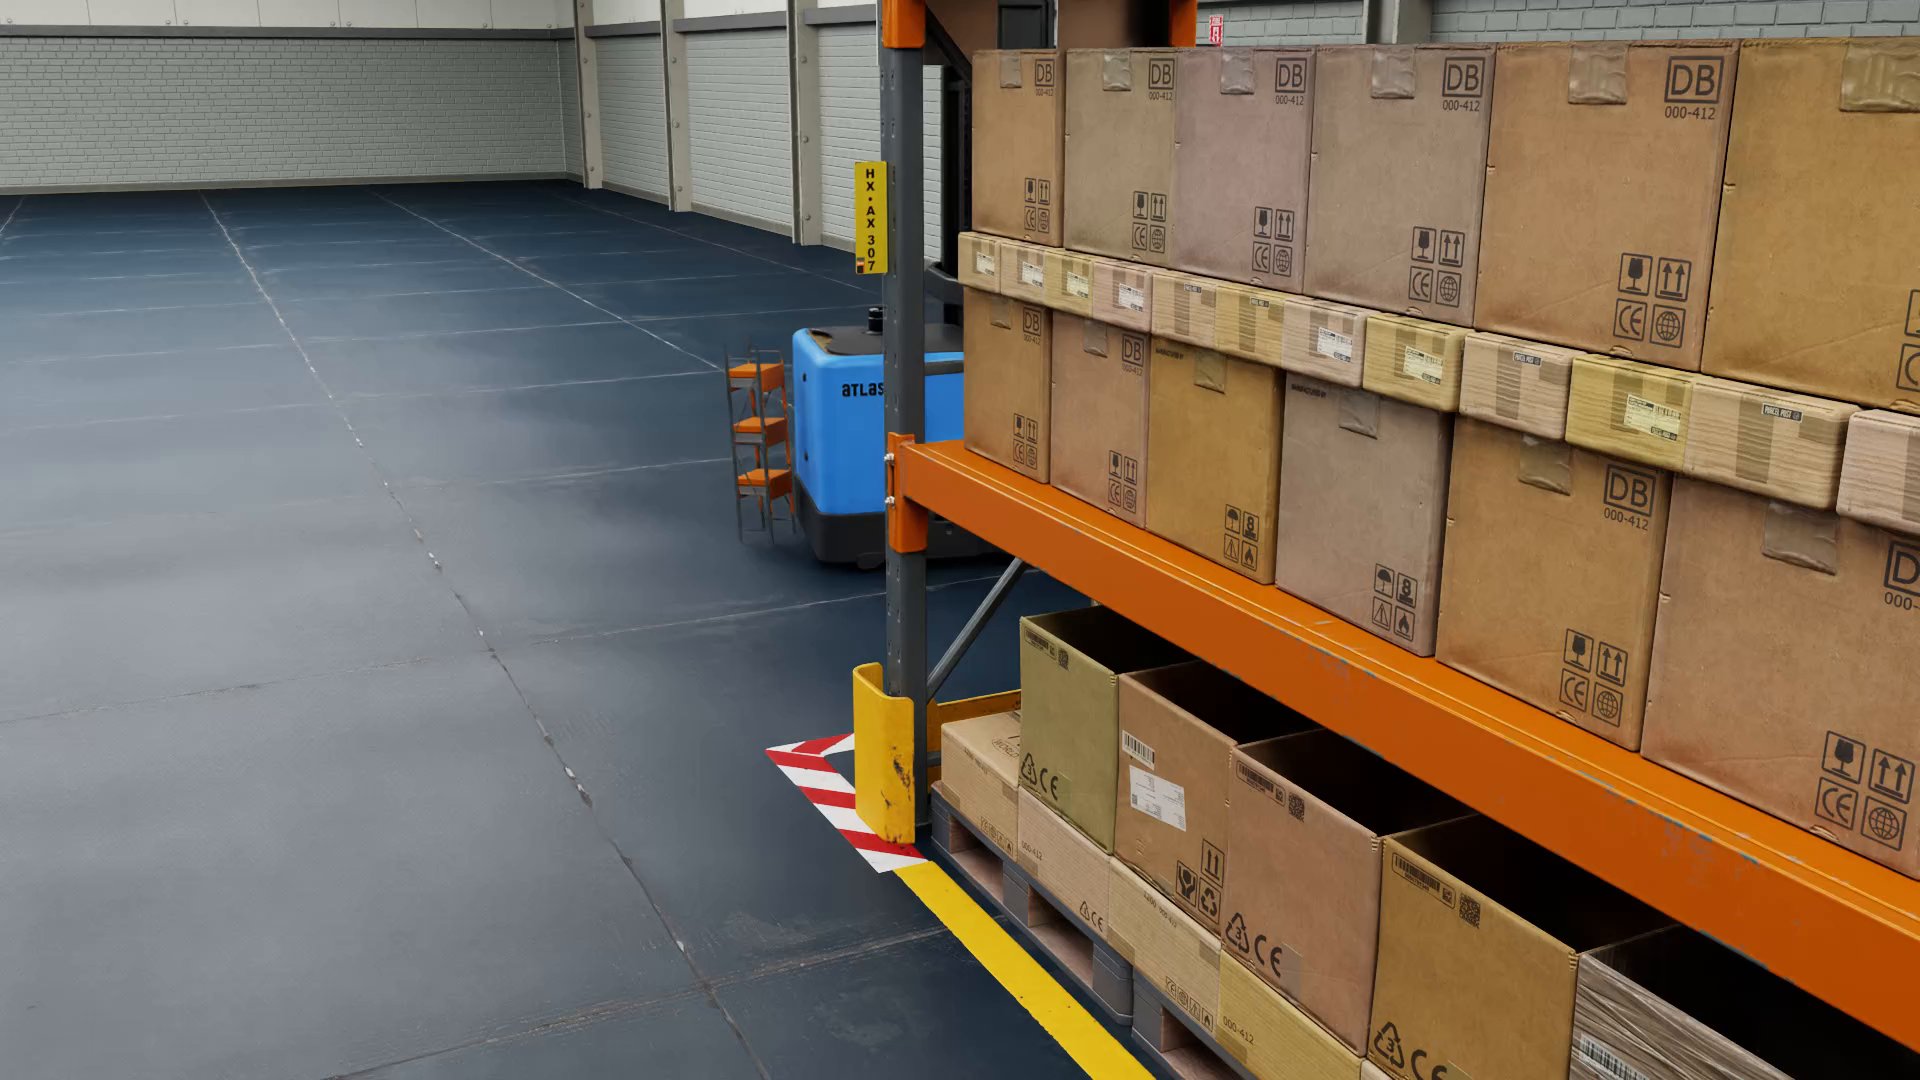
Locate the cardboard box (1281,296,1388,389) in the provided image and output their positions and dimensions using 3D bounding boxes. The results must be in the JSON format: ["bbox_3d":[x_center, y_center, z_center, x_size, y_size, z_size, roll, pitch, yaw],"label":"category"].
[{"bbox_3d":[0.890,-0.419,3.416,0.380,0.149,0.250,-7,18,-24],"label":"cardboard box"}]

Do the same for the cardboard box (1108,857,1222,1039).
[{"bbox_3d":[0.715,0.963,4.179,0.500,0.250,0.500,-8,18,-25],"label":"cardboard box"}]

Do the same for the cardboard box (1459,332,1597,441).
[{"bbox_3d":[1.124,-0.289,2.961,0.380,0.149,0.250,-7,17,-23],"label":"cardboard box"}]

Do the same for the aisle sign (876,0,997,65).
[{"bbox_3d":[-0.065,-1.793,4.847,0.394,0.787,0.004,-8,18,-25],"label":"aisle sign"}]

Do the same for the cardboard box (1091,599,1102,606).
[{"bbox_3d":[0.741,0.292,5.158,0.500,0.500,0.500,-8,18,-25],"label":"cardboard box"}]

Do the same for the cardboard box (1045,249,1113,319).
[{"bbox_3d":[0.443,-0.673,4.302,0.380,0.149,0.250,-8,18,-25],"label":"cardboard box"}]

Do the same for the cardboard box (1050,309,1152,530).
[{"bbox_3d":[0.666,-0.365,4.404,0.700,0.500,0.500,-7,17,-23],"label":"cardboard box"}]

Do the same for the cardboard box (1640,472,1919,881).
[{"bbox_3d":[1.554,0.141,2.642,0.700,0.500,0.500,-8,18,-25],"label":"cardboard box"}]

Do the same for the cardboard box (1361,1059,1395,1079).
[{"bbox_3d":[1.149,1.212,3.314,0.500,0.250,0.500,-8,18,-25],"label":"cardboard box"}]

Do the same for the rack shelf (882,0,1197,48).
[{"bbox_3d":[1.115,-1.164,3.235,1.077,0.370,4.000,-8,18,-25],"label":"rack shelf"}]

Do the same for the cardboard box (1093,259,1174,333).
[{"bbox_3d":[0.552,-0.610,4.083,0.380,0.149,0.250,-8,18,-26],"label":"cardboard box"}]

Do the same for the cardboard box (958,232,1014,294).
[{"bbox_3d":[0.217,-0.800,4.745,0.380,0.149,0.250,-8,18,-25],"label":"cardboard box"}]

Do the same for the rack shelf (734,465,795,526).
[{"bbox_3d":[-1.021,-0.235,8.691,0.215,0.259,0.240,4,16,22],"label":"rack shelf"}]

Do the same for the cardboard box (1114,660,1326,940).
[{"bbox_3d":[0.725,0.601,4.081,0.500,0.500,0.500,-8,18,-25],"label":"cardboard box"}]

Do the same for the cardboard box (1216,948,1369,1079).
[{"bbox_3d":[0.929,1.088,3.745,0.500,0.250,0.500,-8,18,-25],"label":"cardboard box"}]

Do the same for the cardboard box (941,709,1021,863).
[{"bbox_3d":[0.274,0.716,5.042,0.500,0.250,0.500,-8,18,-25],"label":"cardboard box"}]

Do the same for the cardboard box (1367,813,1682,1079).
[{"bbox_3d":[1.160,0.850,3.216,0.500,0.500,0.500,-8,18,-25],"label":"cardboard box"}]

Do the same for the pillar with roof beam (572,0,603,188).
[{"bbox_3d":[-11.238,-10.897,30.408,9.100,9.000,0.400,-8,18,-25],"label":"pillar with roof beam"}]

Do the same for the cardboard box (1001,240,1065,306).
[{"bbox_3d":[0.335,-0.735,4.518,0.380,0.149,0.250,-8,18,-26],"label":"cardboard box"}]

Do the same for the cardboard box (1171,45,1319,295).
[{"bbox_3d":[0.912,-0.851,3.743,0.700,0.500,0.500,-8,18,-25],"label":"cardboard box"}]

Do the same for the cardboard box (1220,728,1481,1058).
[{"bbox_3d":[0.928,0.728,3.641,0.500,0.500,0.500,-8,18,-25],"label":"cardboard box"}]

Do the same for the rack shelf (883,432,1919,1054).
[{"bbox_3d":[1.115,0.278,3.649,1.077,0.370,4.000,-8,18,-25],"label":"rack shelf"}]

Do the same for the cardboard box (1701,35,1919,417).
[{"bbox_3d":[1.569,-0.478,2.446,0.700,0.500,0.500,-8,18,-25],"label":"cardboard box"}]

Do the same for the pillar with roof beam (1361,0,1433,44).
[{"bbox_3d":[-0.724,-4.946,9.670,9.100,9.000,0.400,-8,18,-25],"label":"pillar with roof beam"}]

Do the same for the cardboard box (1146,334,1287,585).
[{"bbox_3d":[0.878,-0.241,3.972,0.700,0.500,0.500,-8,18,-25],"label":"cardboard box"}]

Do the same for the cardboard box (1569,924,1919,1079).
[{"bbox_3d":[1.383,0.973,2.785,0.500,0.500,0.500,-8,18,-25],"label":"cardboard box"}]

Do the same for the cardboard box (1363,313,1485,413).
[{"bbox_3d":[1.005,-0.354,3.189,0.380,0.149,0.250,-7,17,-23],"label":"cardboard box"}]

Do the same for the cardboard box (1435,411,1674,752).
[{"bbox_3d":[1.338,0.016,3.077,0.700,0.500,0.500,-7,18,-24],"label":"cardboard box"}]

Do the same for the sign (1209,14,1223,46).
[{"bbox_3d":[2.184,-4.328,14.191,0.001,0.298,0.199,-8,18,-25],"label":"sign"}]

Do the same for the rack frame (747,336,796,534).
[{"bbox_3d":[-0.987,-0.544,8.725,0.200,1.050,0.008,4,16,22],"label":"rack frame"}]

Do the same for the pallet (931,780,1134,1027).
[{"bbox_3d":[0.611,0.961,5.019,1.003,0.211,1.213,-8,18,-25],"label":"pallet"}]

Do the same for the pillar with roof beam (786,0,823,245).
[{"bbox_3d":[-5.981,-7.921,20.039,9.100,9.000,0.400,-8,18,-25],"label":"pillar with roof beam"}]

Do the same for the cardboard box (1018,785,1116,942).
[{"bbox_3d":[0.496,0.839,4.612,0.500,0.250,0.500,-8,18,-25],"label":"cardboard box"}]

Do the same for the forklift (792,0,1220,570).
[{"bbox_3d":[0.680,-1.457,8.516,3.031,2.935,1.130,-4,16,-13],"label":"forklift"}]

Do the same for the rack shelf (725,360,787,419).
[{"bbox_3d":[-1.046,-0.777,8.547,0.215,0.259,0.240,4,16,22],"label":"rack shelf"}]

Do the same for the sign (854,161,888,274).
[{"bbox_3d":[-0.263,-0.953,4.919,0.100,0.325,0.005,-8,18,-25],"label":"sign"}]

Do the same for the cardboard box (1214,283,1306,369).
[{"bbox_3d":[0.783,-0.481,3.633,0.380,0.149,0.250,-8,18,-26],"label":"cardboard box"}]

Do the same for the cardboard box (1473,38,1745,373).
[{"bbox_3d":[1.350,-0.602,2.879,0.700,0.500,0.500,-8,18,-25],"label":"cardboard box"}]

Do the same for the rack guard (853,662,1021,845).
[{"bbox_3d":[0.228,0.632,5.643,1.175,0.500,0.348,-8,18,-25],"label":"rack guard"}]

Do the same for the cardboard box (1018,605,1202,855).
[{"bbox_3d":[0.494,0.479,4.507,0.500,0.500,0.500,-8,18,-25],"label":"cardboard box"}]

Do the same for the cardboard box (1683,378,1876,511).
[{"bbox_3d":[1.340,-0.165,2.529,0.380,0.149,0.250,-8,18,-25],"label":"cardboard box"}]

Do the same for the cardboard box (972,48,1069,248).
[{"bbox_3d":[0.455,-1.105,4.631,0.700,0.500,0.500,-8,18,-25],"label":"cardboard box"}]

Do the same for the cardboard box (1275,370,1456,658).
[{"bbox_3d":[1.112,-0.111,3.519,0.700,0.500,0.500,-7,17,-23],"label":"cardboard box"}]

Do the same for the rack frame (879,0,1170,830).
[{"bbox_3d":[0.239,-0.564,5.278,1.000,3.000,0.127,-8,18,-25],"label":"rack frame"}]

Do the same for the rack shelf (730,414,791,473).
[{"bbox_3d":[-1.033,-0.503,8.619,0.215,0.259,0.240,4,16,22],"label":"rack shelf"}]

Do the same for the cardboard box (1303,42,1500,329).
[{"bbox_3d":[1.131,-0.726,3.310,0.700,0.500,0.500,-8,18,-25],"label":"cardboard box"}]

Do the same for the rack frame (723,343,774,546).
[{"bbox_3d":[-1.080,-0.482,8.508,0.200,1.050,0.008,4,16,22],"label":"rack frame"}]

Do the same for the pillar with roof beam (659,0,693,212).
[{"bbox_3d":[-8.610,-9.409,25.223,9.100,9.000,0.400,-8,18,-25],"label":"pillar with roof beam"}]

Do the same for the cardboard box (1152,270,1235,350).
[{"bbox_3d":[0.671,-0.545,3.853,0.380,0.149,0.250,-8,18,-27],"label":"cardboard box"}]

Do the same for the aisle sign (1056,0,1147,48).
[{"bbox_3d":[0.474,-1.865,5.100,0.394,0.787,0.004,-8,18,-25],"label":"aisle sign"}]

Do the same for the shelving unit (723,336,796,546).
[{"bbox_3d":[-1.034,-0.513,8.617,0.215,1.050,0.252,4,16,22],"label":"shelving unit"}]

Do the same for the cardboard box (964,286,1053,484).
[{"bbox_3d":[0.432,-0.495,4.855,0.700,0.500,0.500,-8,18,-25],"label":"cardboard box"}]

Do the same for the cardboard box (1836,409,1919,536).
[{"bbox_3d":[1.456,-0.100,2.303,0.380,0.149,0.250,-8,18,-27],"label":"cardboard box"}]

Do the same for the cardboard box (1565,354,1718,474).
[{"bbox_3d":[1.235,-0.226,2.743,0.380,0.149,0.250,-8,18,-25],"label":"cardboard box"}]

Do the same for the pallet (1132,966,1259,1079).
[{"bbox_3d":[1.142,1.263,3.967,1.003,0.211,1.213,-8,18,-25],"label":"pallet"}]

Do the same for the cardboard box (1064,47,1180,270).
[{"bbox_3d":[0.690,-0.975,4.178,0.700,0.500,0.500,-8,18,-26],"label":"cardboard box"}]
